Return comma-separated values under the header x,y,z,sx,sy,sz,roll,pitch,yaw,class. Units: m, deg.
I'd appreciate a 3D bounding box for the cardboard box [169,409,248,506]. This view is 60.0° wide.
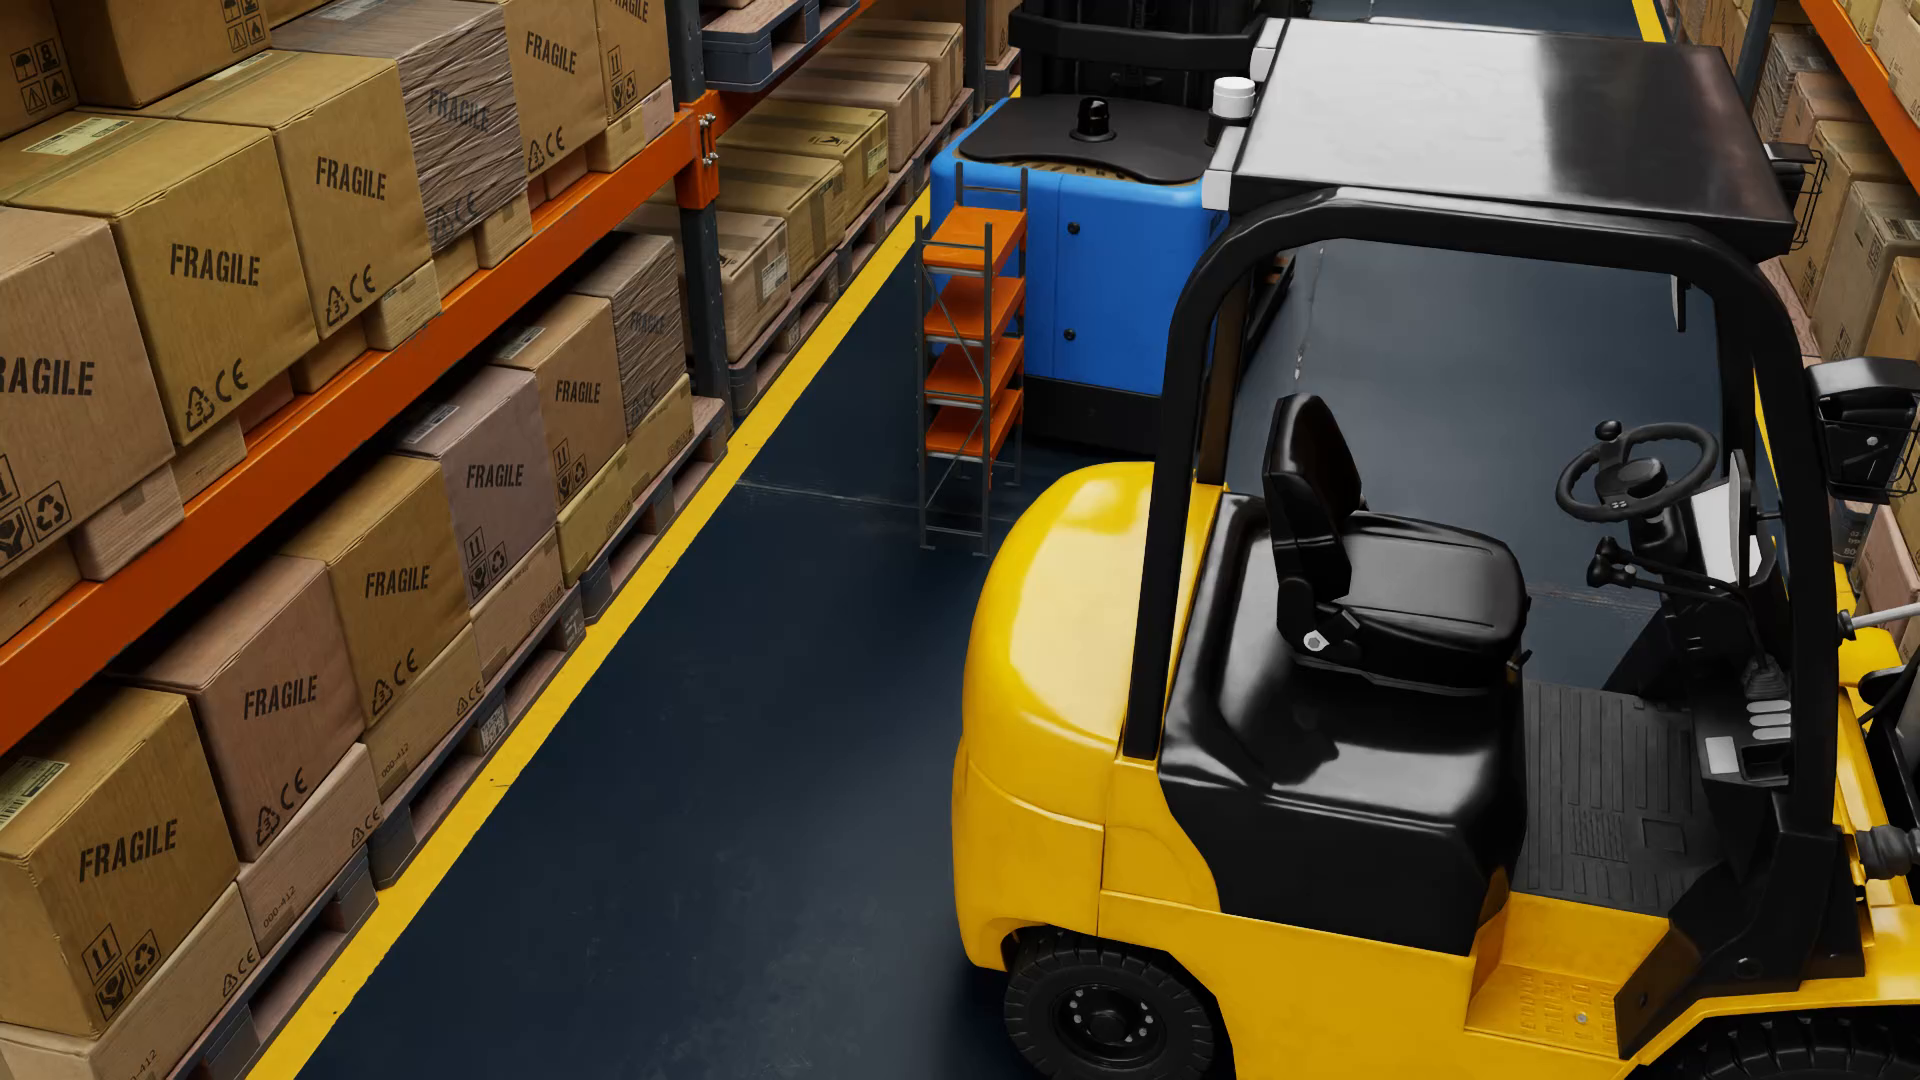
x,y,z,sx,sy,sz,roll,pitch,yaw,class
-1.758,-0.208,3.516,0.380,0.149,0.250,9,34,14,cardboard box

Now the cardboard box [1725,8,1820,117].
x,y,z,sx,sy,sz,roll,pitch,yaw,class
4.349,-2.491,8.811,0.500,0.500,0.500,9,34,14,cardboard box

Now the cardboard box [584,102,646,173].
x,y,z,sx,sy,sz,roll,pitch,yaw,class
-1.211,-1.273,5.191,0.380,0.149,0.250,9,33,13,cardboard box

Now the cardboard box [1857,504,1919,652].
x,y,z,sx,sy,sz,roll,pitch,yaw,class
2.991,0.145,4.898,0.500,0.250,0.500,8,33,13,cardboard box

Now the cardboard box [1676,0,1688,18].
x,y,z,sx,sy,sz,roll,pitch,yaw,class
4.868,-3.562,10.495,0.500,0.500,0.500,7,33,11,cardboard box

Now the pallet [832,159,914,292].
x,y,z,sx,sy,sz,roll,pitch,yaw,class
-0.864,-1.581,8.040,1.003,0.211,1.213,8,33,12,pallet

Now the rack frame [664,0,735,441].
x,y,z,sx,sy,sz,roll,pitch,yaw,class
-1.368,-1.718,5.657,1.000,3.000,0.127,8,33,12,rack frame

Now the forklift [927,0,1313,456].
x,y,z,sx,sy,sz,roll,pitch,yaw,class
0.870,-2.322,6.670,1.130,2.935,3.031,11,34,17,forklift

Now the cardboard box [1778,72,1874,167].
x,y,z,sx,sy,sz,roll,pitch,yaw,class
4.120,-1.633,7.345,0.875,0.625,0.625,9,34,14,cardboard box

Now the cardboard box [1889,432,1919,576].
x,y,z,sx,sy,sz,roll,pitch,yaw,class
3.013,-0.063,4.759,0.500,0.250,0.500,8,33,12,cardboard box

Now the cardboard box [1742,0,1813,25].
x,y,z,sx,sy,sz,roll,pitch,yaw,class
4.330,-2.807,8.703,0.380,0.149,0.250,6,33,10,cardboard box

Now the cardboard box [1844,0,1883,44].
x,y,z,sx,sy,sz,roll,pitch,yaw,class
3.711,-2.062,6.338,0.500,0.250,0.500,9,34,14,cardboard box

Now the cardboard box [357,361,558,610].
x,y,z,sx,sy,sz,roll,pitch,yaw,class
-1.514,-0.179,4.708,0.500,0.500,0.500,10,34,15,cardboard box

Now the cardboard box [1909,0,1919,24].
x,y,z,sx,sy,sz,roll,pitch,yaw,class
3.435,-1.749,5.380,0.500,0.250,0.500,7,33,11,cardboard box

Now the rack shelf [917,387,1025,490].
x,y,z,sx,sy,sz,roll,pitch,yaw,class
0.042,-0.368,5.706,0.258,0.148,0.480,8,33,12,rack shelf

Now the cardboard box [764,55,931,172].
x,y,z,sx,sy,sz,roll,pitch,yaw,class
-0.685,-2.186,8.451,0.950,0.372,0.625,7,33,11,cardboard box

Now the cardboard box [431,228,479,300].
x,y,z,sx,sy,sz,roll,pitch,yaw,class
-1.503,-0.747,4.364,0.380,0.149,0.250,7,33,12,cardboard box

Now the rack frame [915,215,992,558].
x,y,z,sx,sy,sz,roll,pitch,yaw,class
-0.020,-0.466,5.364,0.240,1.200,0.015,8,33,12,rack frame

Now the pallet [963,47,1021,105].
x,y,z,sx,sy,sz,roll,pitch,yaw,class
-0.080,-3.016,10.297,1.003,0.211,1.213,8,33,12,pallet

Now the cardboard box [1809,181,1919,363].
x,y,z,sx,sy,sz,roll,pitch,yaw,class
3.760,-0.893,6.181,0.875,0.625,0.625,8,33,12,cardboard box

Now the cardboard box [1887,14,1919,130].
x,y,z,sx,sy,sz,roll,pitch,yaw,class
3.432,-1.540,5.516,0.500,0.250,0.500,8,33,12,cardboard box

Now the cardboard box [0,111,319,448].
x,y,z,sx,sy,sz,roll,pitch,yaw,class
-1.738,-0.552,3.452,0.500,0.500,0.500,7,33,11,cardboard box

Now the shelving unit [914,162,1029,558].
x,y,z,sx,sy,sz,roll,pitch,yaw,class
0.042,-0.592,5.563,0.258,1.200,0.503,8,33,12,shelving unit

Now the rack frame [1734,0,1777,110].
x,y,z,sx,sy,sz,roll,pitch,yaw,class
4.450,-3.120,7.862,1.000,3.000,0.127,8,33,12,rack frame

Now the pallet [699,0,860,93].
x,y,z,sx,sy,sz,roll,pitch,yaw,class
-1.033,-2.014,6.301,1.003,0.211,1.213,8,33,12,pallet

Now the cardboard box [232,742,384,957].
x,y,z,sx,sy,sz,roll,pitch,yaw,class
-1.774,0.696,4.031,0.500,0.250,0.500,9,34,14,cardboard box

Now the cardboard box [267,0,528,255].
x,y,z,sx,sy,sz,roll,pitch,yaw,class
-1.491,-1.083,4.288,0.500,0.500,0.500,9,34,14,cardboard box

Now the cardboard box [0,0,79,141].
x,y,z,sx,sy,sz,roll,pitch,yaw,class
-2.299,-1.067,3.330,0.700,0.500,0.500,8,33,12,cardboard box

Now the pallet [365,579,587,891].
x,y,z,sx,sy,sz,roll,pitch,yaw,class
-1.811,0.447,4.850,1.003,0.211,1.213,8,33,12,pallet

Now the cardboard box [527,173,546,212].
x,y,z,sx,sy,sz,roll,pitch,yaw,class
-1.429,-1.021,4.795,0.380,0.149,0.250,8,33,12,cardboard box

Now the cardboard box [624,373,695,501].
x,y,z,sx,sy,sz,roll,pitch,yaw,class
-1.258,-0.392,5.742,0.500,0.250,0.500,10,34,15,cardboard box

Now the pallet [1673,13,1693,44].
x,y,z,sx,sy,sz,roll,pitch,yaw,class
4.987,-2.957,10.204,1.003,0.211,1.213,8,33,12,pallet

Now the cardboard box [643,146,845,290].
x,y,z,sx,sy,sz,roll,pitch,yaw,class
-1.058,-1.432,7.265,0.950,0.372,0.625,10,34,15,cardboard box

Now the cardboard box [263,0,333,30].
x,y,z,sx,sy,sz,roll,pitch,yaw,class
-1.993,-1.590,4.153,0.700,0.500,0.500,7,33,11,cardboard box

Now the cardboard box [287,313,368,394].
x,y,z,sx,sy,sz,roll,pitch,yaw,class
-1.654,-0.486,3.953,0.380,0.149,0.250,7,33,11,cardboard box

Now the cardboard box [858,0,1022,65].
x,y,z,sx,sy,sz,roll,pitch,yaw,class
-0.097,-3.422,9.925,0.875,0.875,0.875,8,33,12,cardboard box

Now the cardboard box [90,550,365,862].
x,y,z,sx,sy,sz,roll,pitch,yaw,class
-1.777,0.359,3.862,0.500,0.500,0.500,7,33,11,cardboard box

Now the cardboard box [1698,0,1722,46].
x,y,z,sx,sy,sz,roll,pitch,yaw,class
4.616,-3.021,9.645,0.500,0.500,0.500,9,34,14,cardboard box

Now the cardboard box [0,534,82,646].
x,y,z,sx,sy,sz,roll,pitch,yaw,class
-1.900,0.056,3.100,0.380,0.149,0.250,7,33,11,cardboard box

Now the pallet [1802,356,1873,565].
x,y,z,sx,sy,sz,roll,pitch,yaw,class
3.584,-0.255,5.955,1.003,0.211,1.213,8,33,12,pallet

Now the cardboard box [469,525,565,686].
x,y,z,sx,sy,sz,roll,pitch,yaw,class
-1.517,0.149,4.891,0.500,0.250,0.500,9,33,13,cardboard box

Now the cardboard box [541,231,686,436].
x,y,z,sx,sy,sz,roll,pitch,yaw,class
-1.258,-0.708,5.540,0.500,0.500,0.500,8,33,12,cardboard box

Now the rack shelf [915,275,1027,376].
x,y,z,sx,sy,sz,roll,pitch,yaw,class
0.042,-0.724,5.479,0.258,0.148,0.480,8,33,12,rack shelf

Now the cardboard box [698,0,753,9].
x,y,z,sx,sy,sz,roll,pitch,yaw,class
-0.922,-2.033,5.995,0.380,0.149,0.250,8,33,13,cardboard box

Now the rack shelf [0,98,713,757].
x,y,z,sx,sy,sz,roll,pitch,yaw,class
-1.875,-0.377,4.217,1.077,0.370,4.000,8,33,12,rack shelf

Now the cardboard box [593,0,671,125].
x,y,z,sx,sy,sz,roll,pitch,yaw,class
-1.240,-1.621,5.134,0.500,0.500,0.500,7,33,11,cardboard box

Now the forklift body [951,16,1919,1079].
x,y,z,sx,sy,sz,roll,pitch,yaw,class
1.136,0.157,3.498,2.313,2.155,1.214,8,33,12,forklift body
